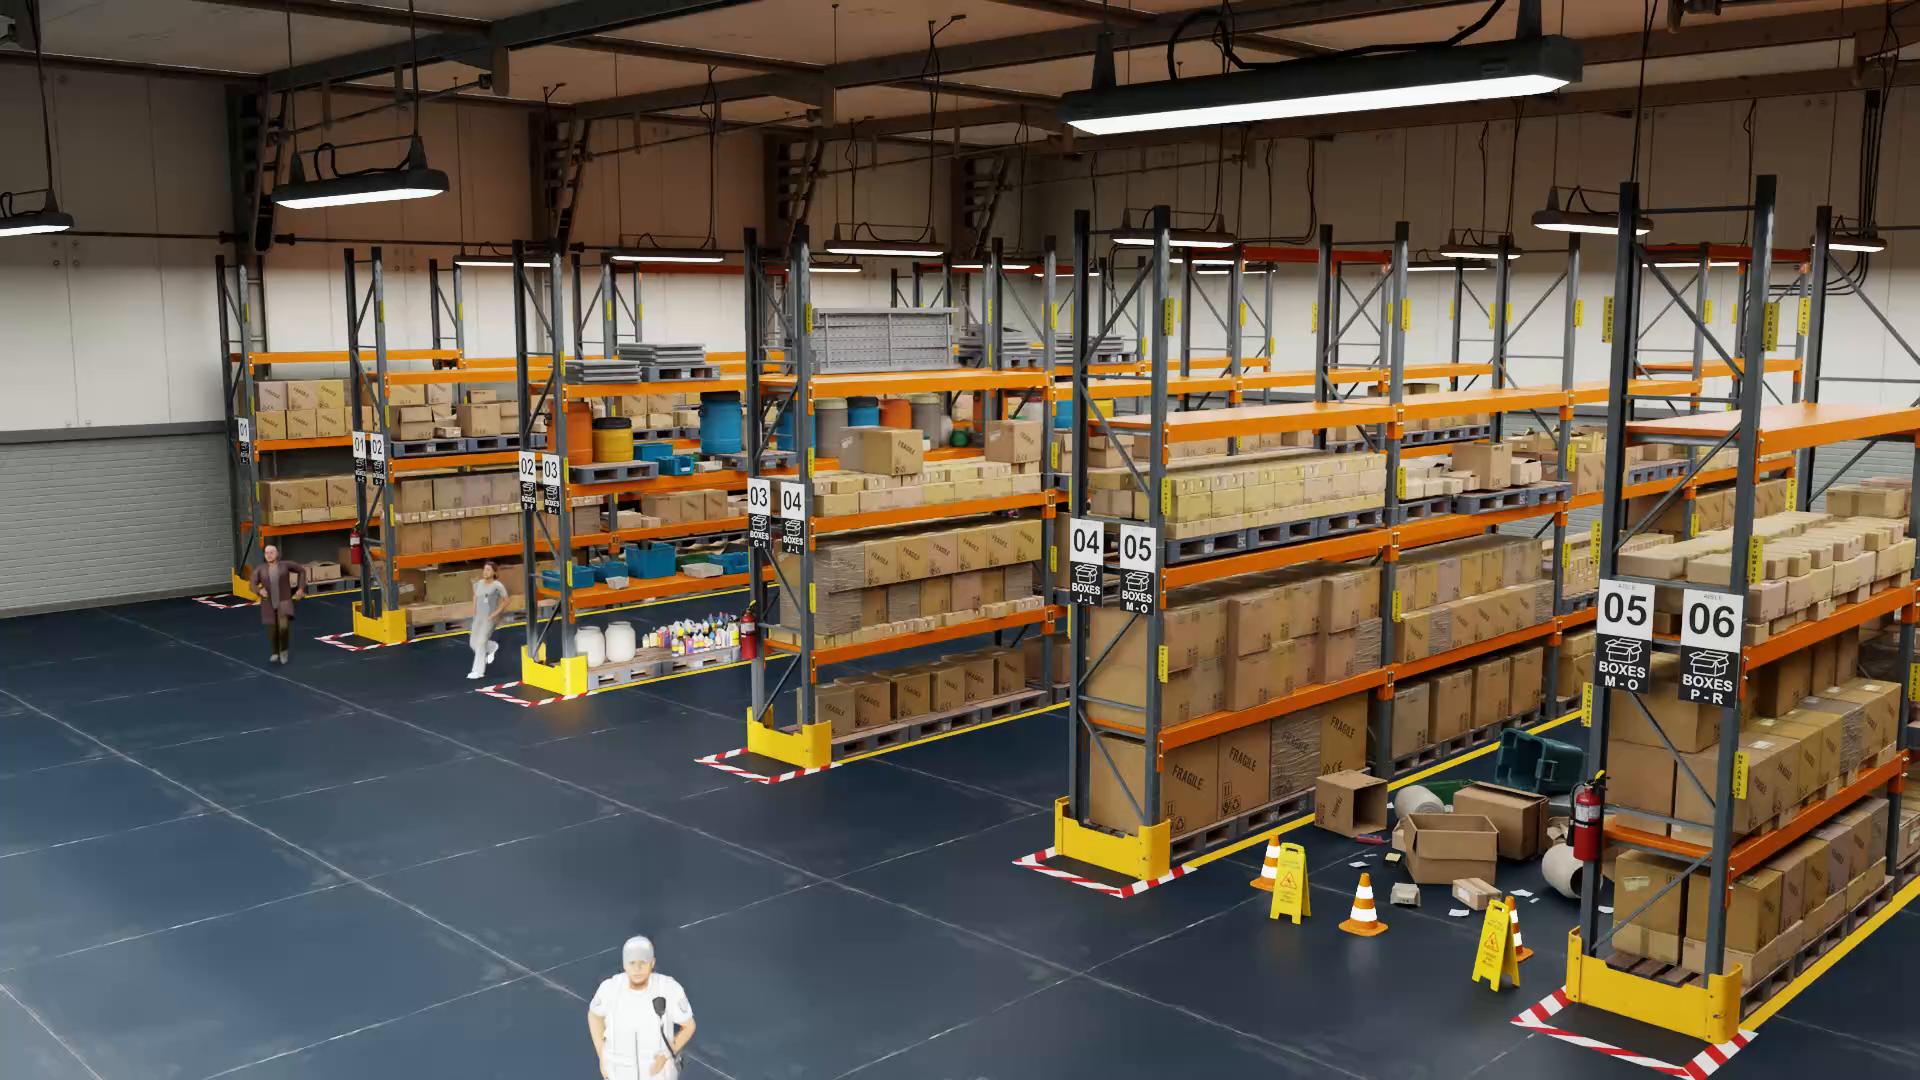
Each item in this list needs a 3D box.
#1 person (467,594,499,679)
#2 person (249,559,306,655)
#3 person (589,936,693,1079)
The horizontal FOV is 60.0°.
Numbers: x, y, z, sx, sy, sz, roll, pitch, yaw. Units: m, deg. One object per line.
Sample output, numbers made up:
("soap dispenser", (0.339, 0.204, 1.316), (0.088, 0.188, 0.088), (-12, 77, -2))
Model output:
("person", (-6.584, 1.304, 23.191), (0.357, 1.197, 0.675), (3, 8, 17))
("person", (-9.746, 0.978, 23.800), (0.728, 1.451, 0.755), (-2, 8, -13))
("person", (-1.801, 3.038, 9.418), (0.583, 1.672, 0.748), (-1, 8, -6))
